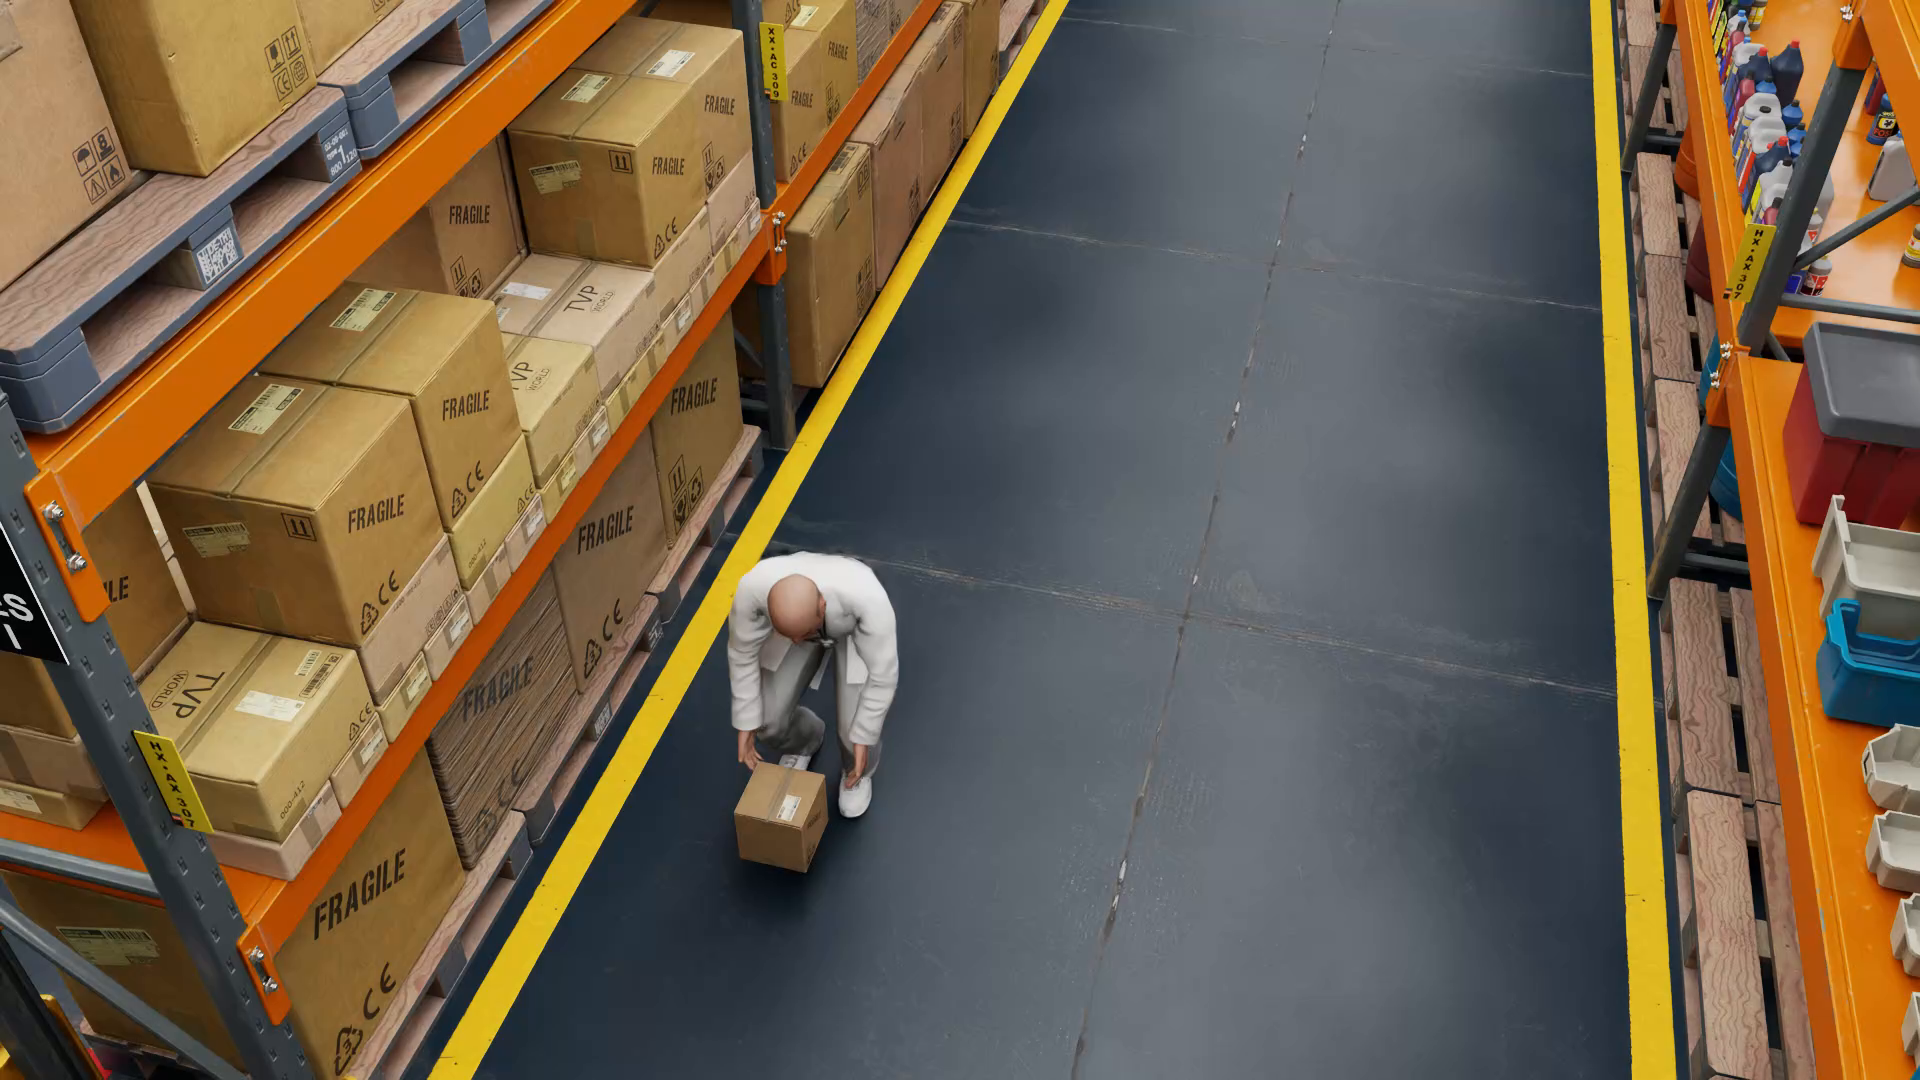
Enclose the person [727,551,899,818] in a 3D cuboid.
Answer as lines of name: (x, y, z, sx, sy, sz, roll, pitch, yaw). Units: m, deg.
person: (-0.485, 0.455, 6.012, 0.633, 1.293, 0.775, 10, 41, 11)
